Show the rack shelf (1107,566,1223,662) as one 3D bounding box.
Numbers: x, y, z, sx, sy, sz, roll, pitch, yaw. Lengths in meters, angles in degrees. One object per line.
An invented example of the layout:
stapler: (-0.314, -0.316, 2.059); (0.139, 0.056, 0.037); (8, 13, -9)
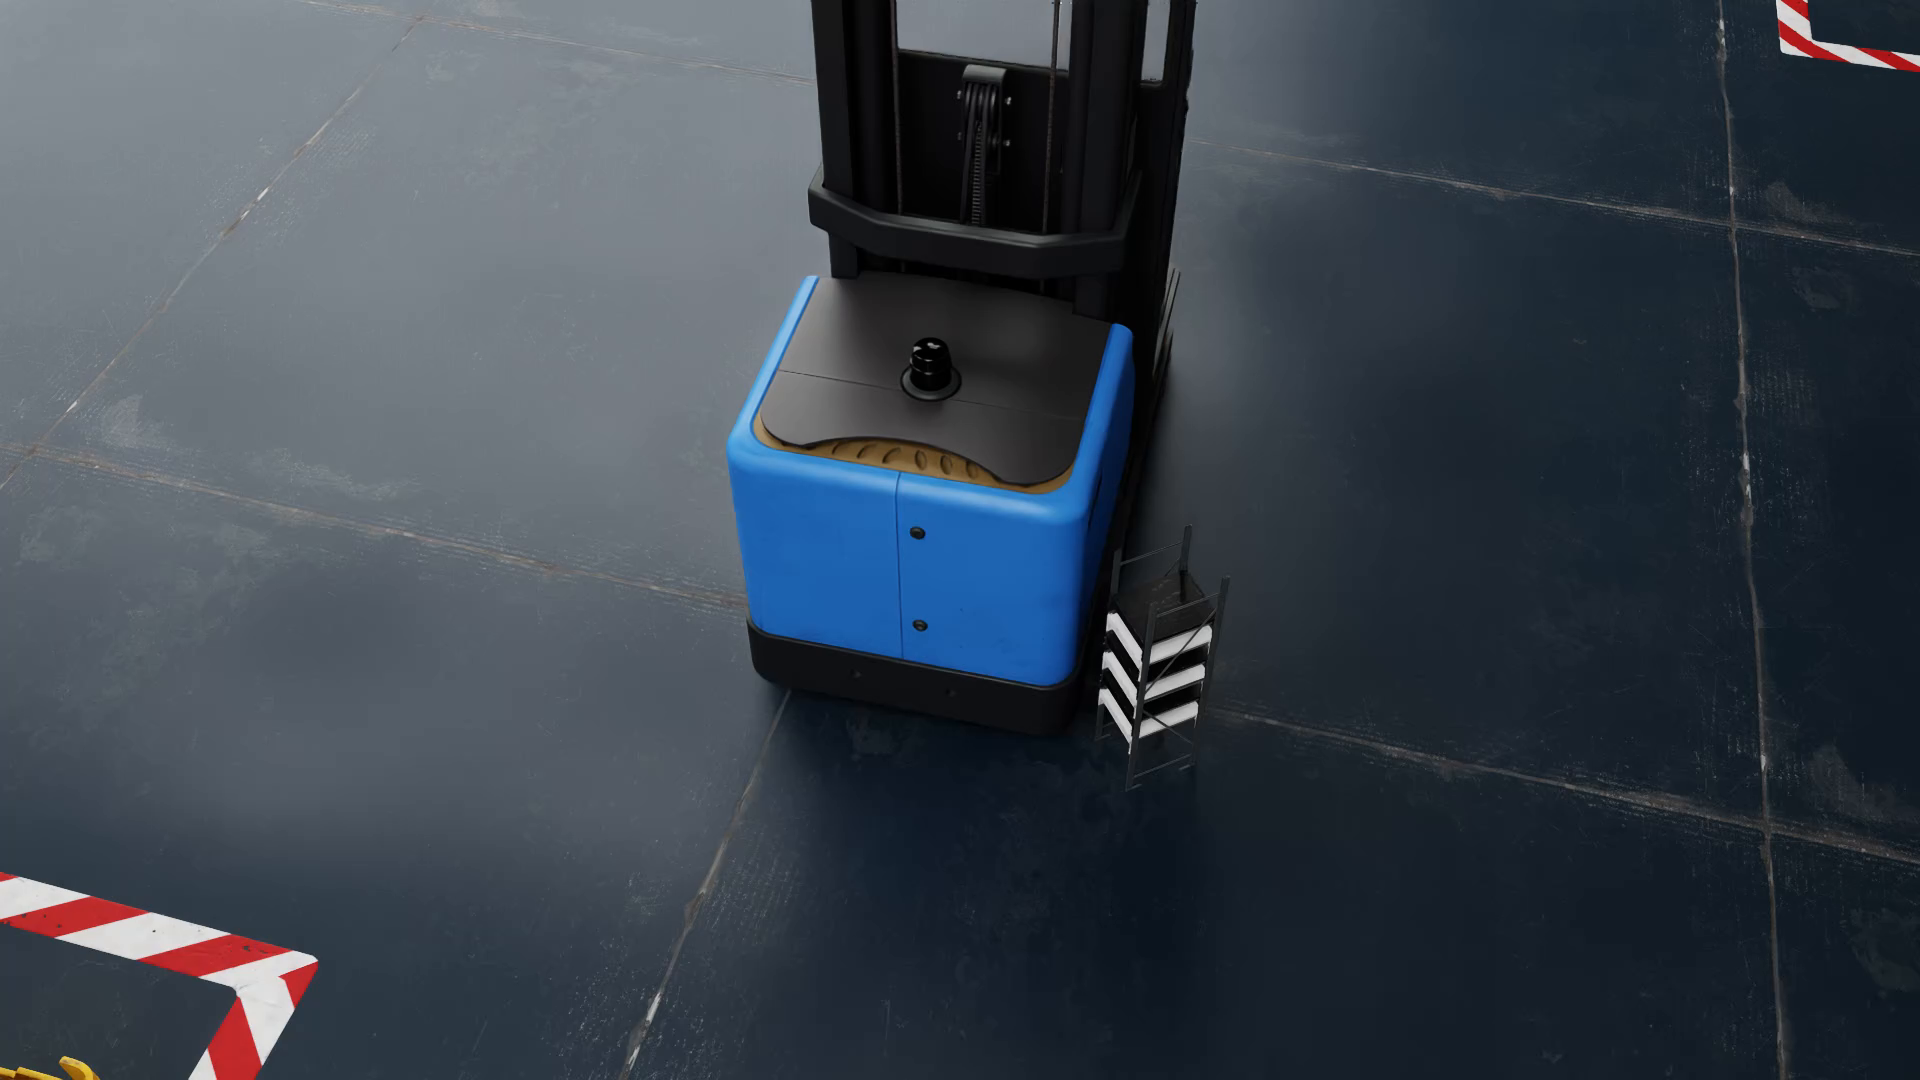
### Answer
rack shelf: (0.572, 0.206, 4.653); (0.258, 0.077, 0.200); (-19, 51, -16)

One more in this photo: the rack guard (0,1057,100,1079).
rack guard: (-2.651, 1.437, 4.149); (1.175, 0.500, 0.348); (12, 50, 10)

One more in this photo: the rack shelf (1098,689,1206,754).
rack shelf: (0.572, 0.503, 4.990); (0.258, 0.077, 0.200); (-19, 51, -16)

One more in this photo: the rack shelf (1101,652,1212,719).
rack shelf: (0.572, 0.384, 4.855); (0.258, 0.077, 0.200); (-19, 51, -16)

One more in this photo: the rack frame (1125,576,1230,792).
rack frame: (0.614, 0.432, 4.769); (0.240, 0.900, 0.006); (-19, 51, -16)

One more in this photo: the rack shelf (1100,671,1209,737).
rack shelf: (0.572, 0.444, 4.923); (0.258, 0.077, 0.200); (-19, 51, -16)

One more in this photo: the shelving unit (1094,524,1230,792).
shelving unit: (0.572, 0.362, 4.830); (0.258, 0.900, 0.210); (-19, 51, -16)

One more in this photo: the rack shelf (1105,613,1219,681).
rack shelf: (0.572, 0.265, 4.720); (0.258, 0.077, 0.200); (-19, 51, -16)

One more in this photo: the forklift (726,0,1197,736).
forklift: (0.181, -1.498, 5.117); (1.130, 2.935, 3.031); (10, 49, 9)

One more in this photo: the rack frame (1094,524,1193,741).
rack frame: (0.531, 0.293, 4.892); (0.240, 0.900, 0.006); (-19, 51, -16)

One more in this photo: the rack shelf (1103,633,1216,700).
rack shelf: (0.572, 0.325, 4.788); (0.258, 0.077, 0.200); (-19, 51, -16)
